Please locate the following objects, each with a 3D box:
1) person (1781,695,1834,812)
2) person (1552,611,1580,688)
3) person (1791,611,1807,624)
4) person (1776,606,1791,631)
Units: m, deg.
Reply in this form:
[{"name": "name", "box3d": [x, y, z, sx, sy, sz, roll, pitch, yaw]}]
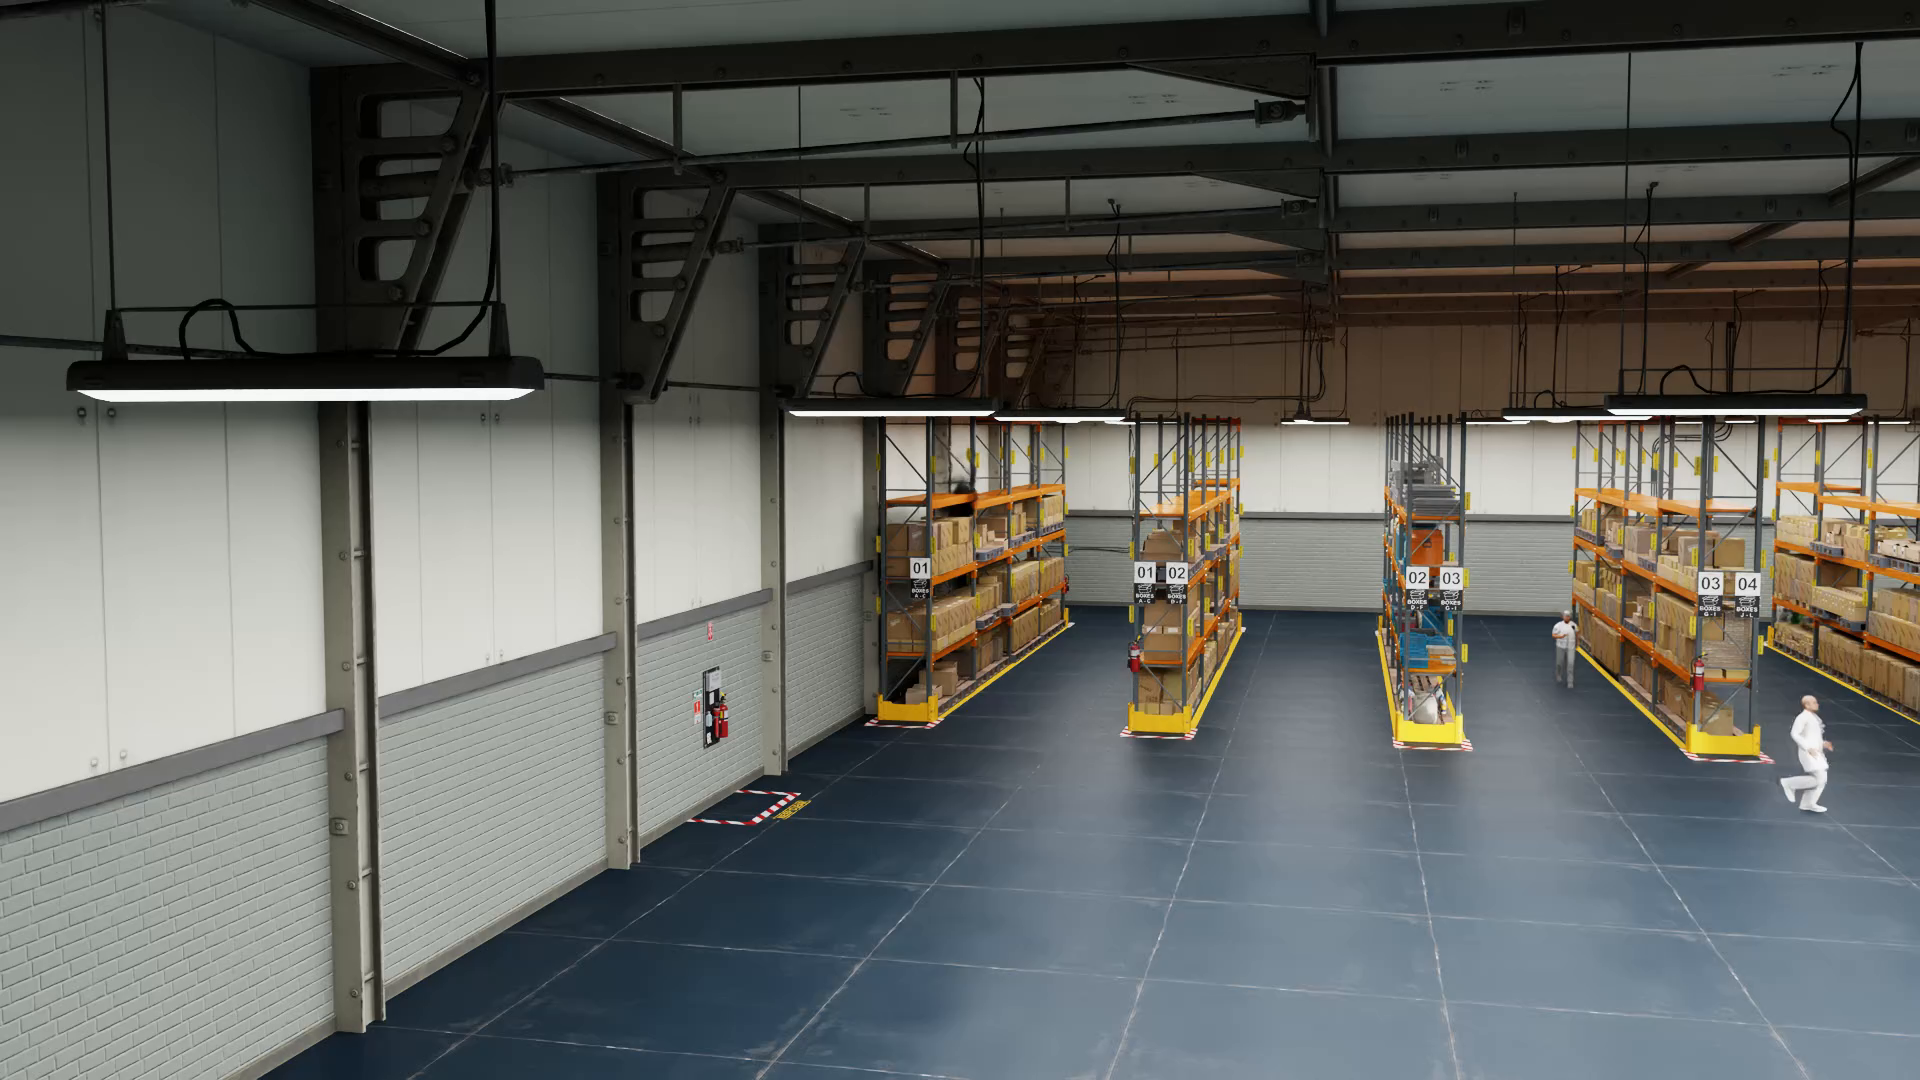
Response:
[{"name": "person", "box3d": [12.683, 3.179, 24.818, 0.577, 1.727, 0.724, 3, 5, 41]}, {"name": "person", "box3d": [13.388, 2.388, 36.737, 0.604, 1.657, 0.939, 1, 4, 14]}, {"name": "person", "box3d": [22.614, 1.833, 44.608, 0.714, 1.758, 0.663, 1, 4, 18]}, {"name": "person", "box3d": [22.196, 1.880, 44.759, 0.744, 1.618, 0.807, 2, 4, 25]}]
